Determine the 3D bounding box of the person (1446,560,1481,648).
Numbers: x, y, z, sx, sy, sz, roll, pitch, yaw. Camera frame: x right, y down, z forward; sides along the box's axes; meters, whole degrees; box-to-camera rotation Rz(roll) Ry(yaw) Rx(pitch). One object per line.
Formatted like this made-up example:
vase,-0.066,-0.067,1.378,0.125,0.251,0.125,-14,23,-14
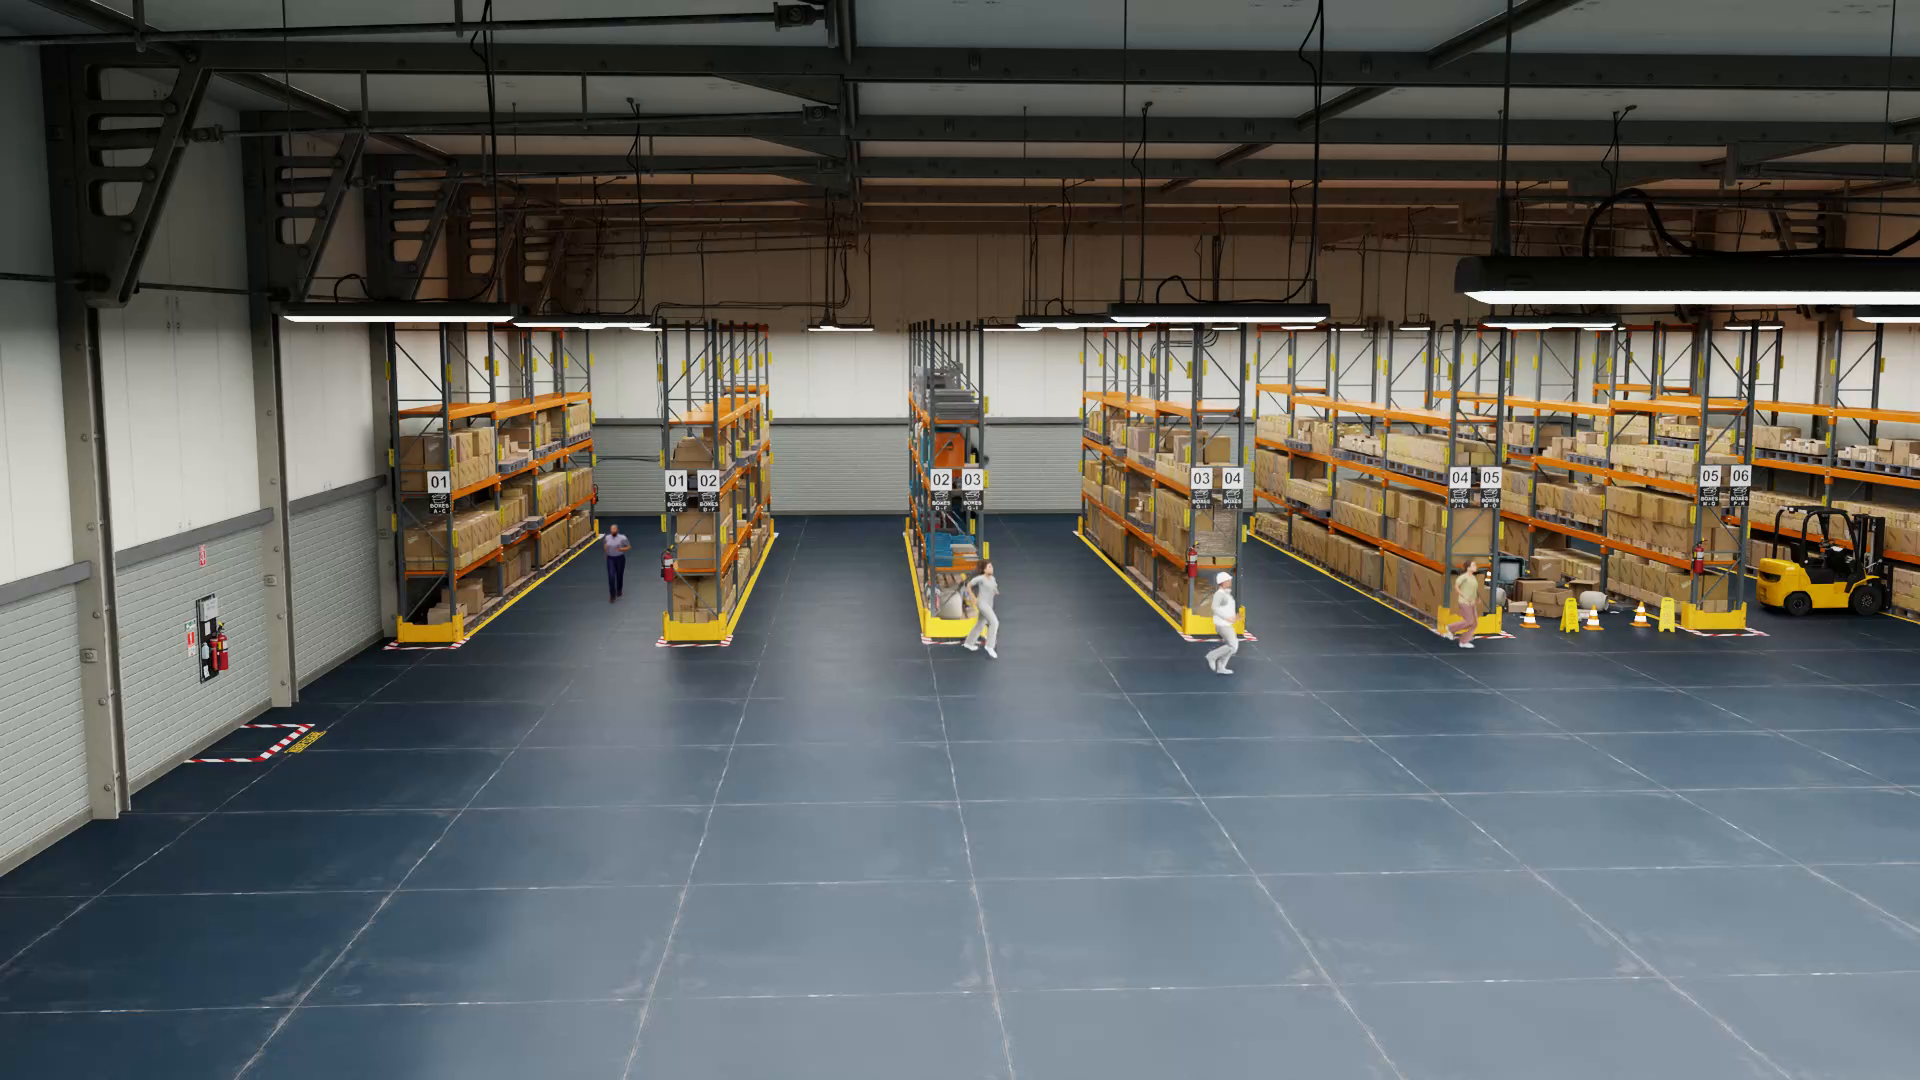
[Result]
person,9.303,1.156,30.622,0.612,1.613,0.579,-6,9,-41

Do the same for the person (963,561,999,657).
person,0.412,1.213,29.815,0.742,1.694,0.552,4,8,29

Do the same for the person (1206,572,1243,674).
person,4.468,1.403,28.070,0.576,1.726,0.643,2,7,17

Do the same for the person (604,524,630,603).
person,-7.402,0.489,35.904,0.587,1.671,0.866,-1,7,-6
